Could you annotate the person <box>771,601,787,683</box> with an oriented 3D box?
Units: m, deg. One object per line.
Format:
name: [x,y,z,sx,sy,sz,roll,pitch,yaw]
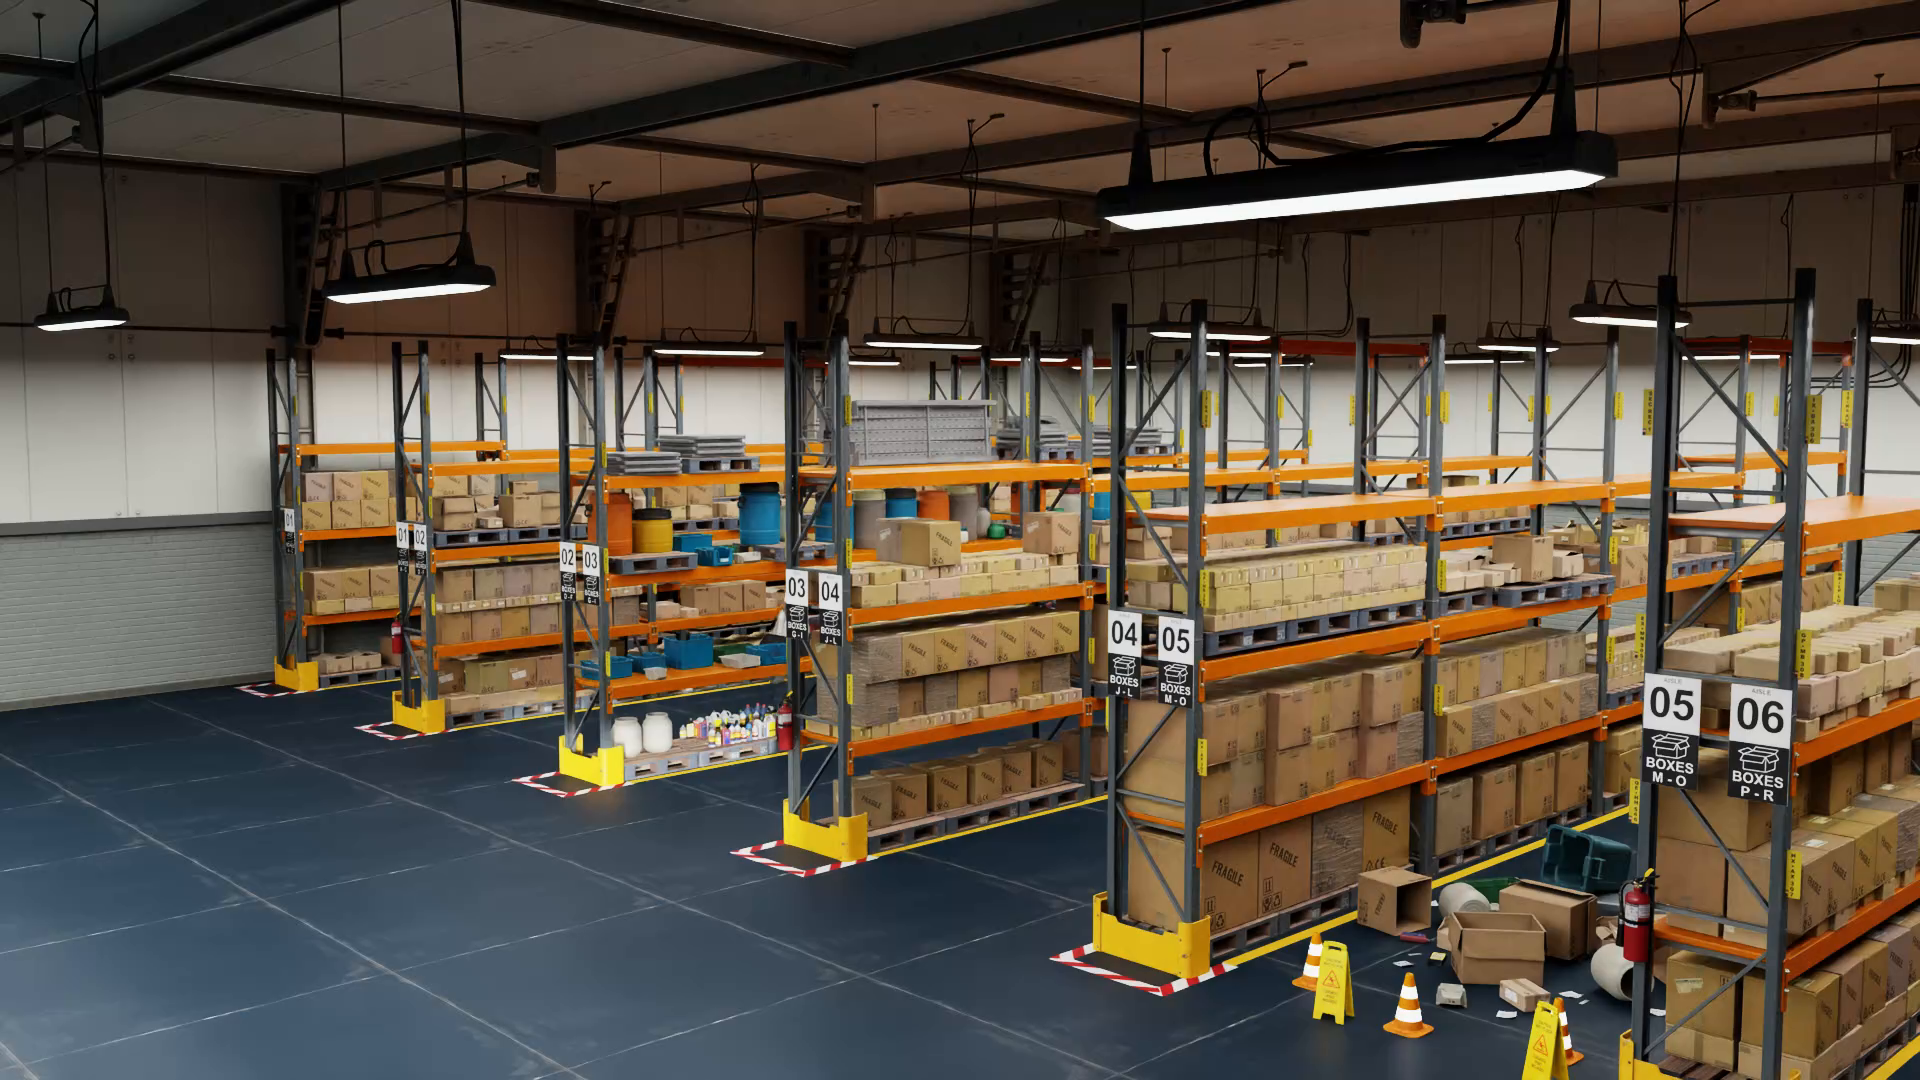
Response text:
person: [-2.962,1.585,28.581,0.624,1.554,0.714,3,6,31]
